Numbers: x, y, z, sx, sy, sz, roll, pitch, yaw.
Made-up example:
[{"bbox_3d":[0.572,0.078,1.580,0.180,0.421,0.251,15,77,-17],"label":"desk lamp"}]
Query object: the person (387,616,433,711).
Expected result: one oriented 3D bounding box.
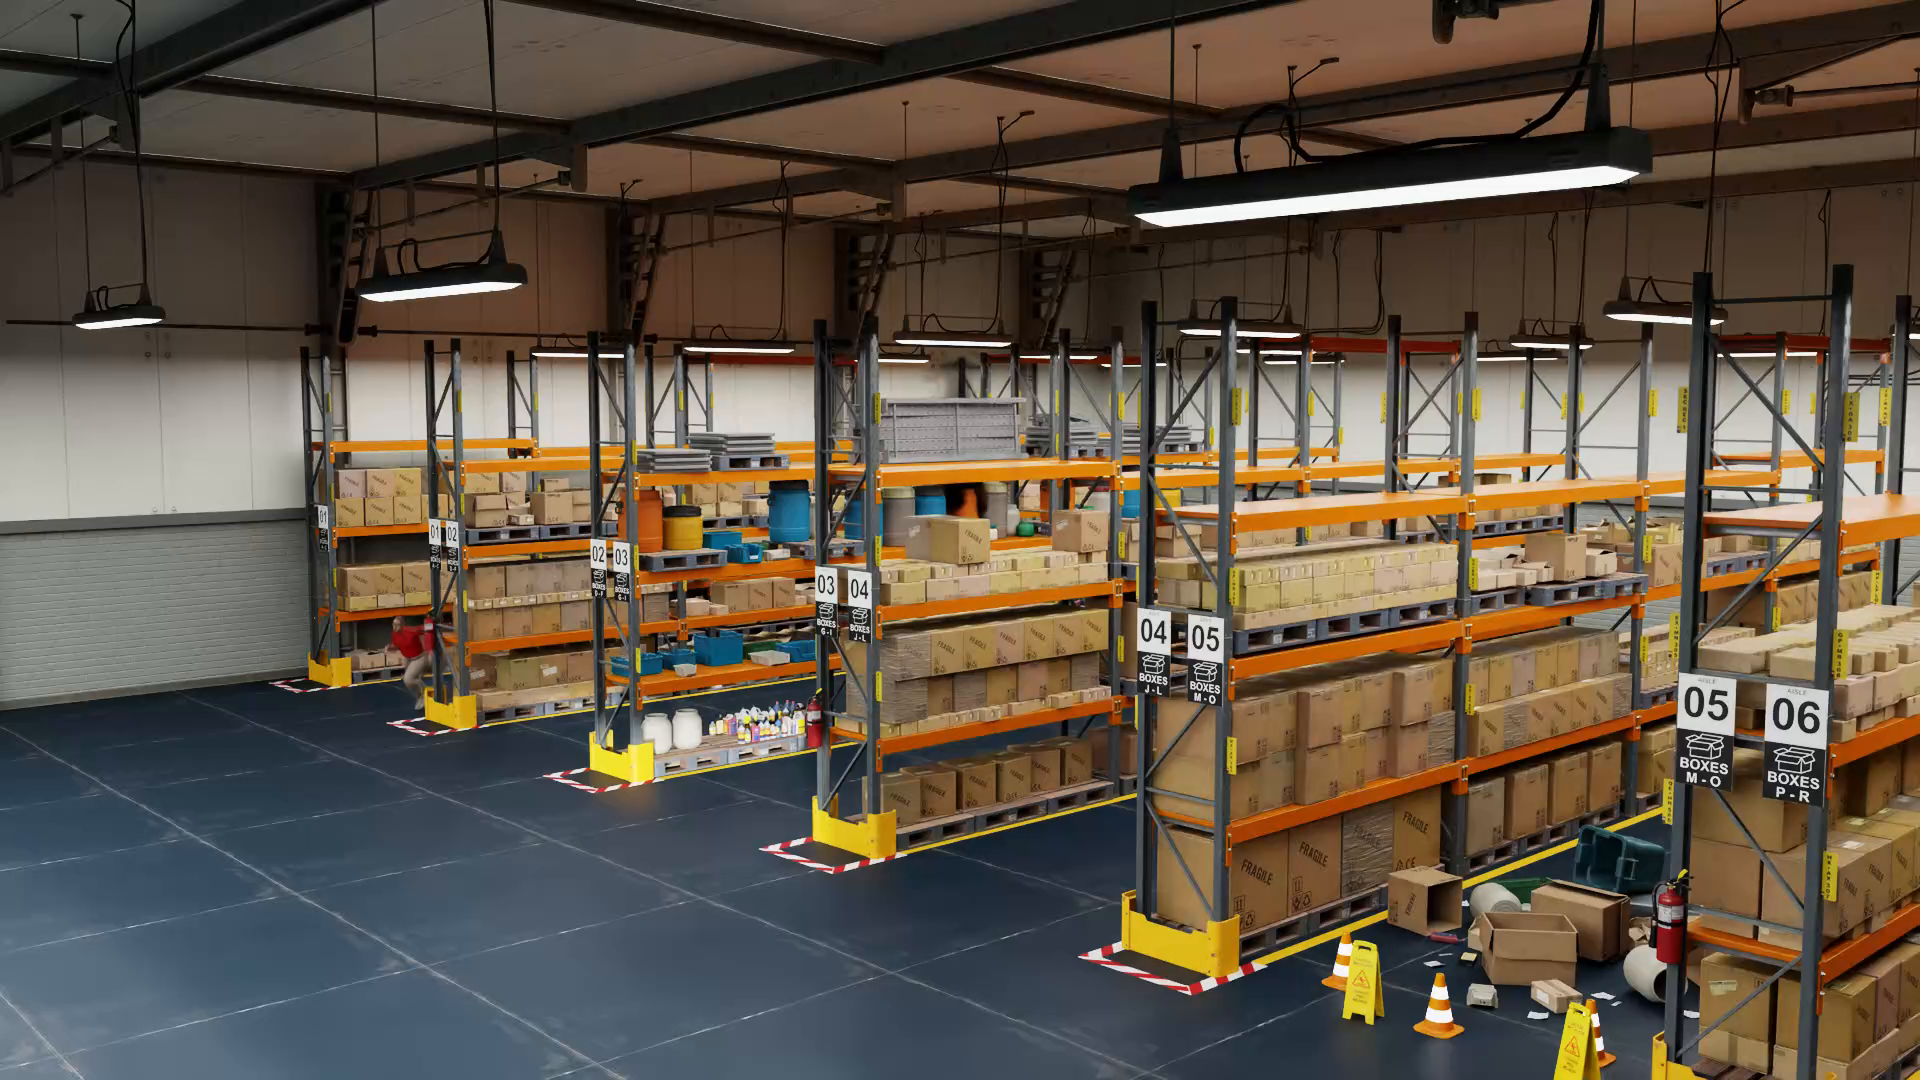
[{"bbox_3d":[-8.881,2.002,27.059,0.695,1.598,0.978,3,6,27],"label":"person"}]
